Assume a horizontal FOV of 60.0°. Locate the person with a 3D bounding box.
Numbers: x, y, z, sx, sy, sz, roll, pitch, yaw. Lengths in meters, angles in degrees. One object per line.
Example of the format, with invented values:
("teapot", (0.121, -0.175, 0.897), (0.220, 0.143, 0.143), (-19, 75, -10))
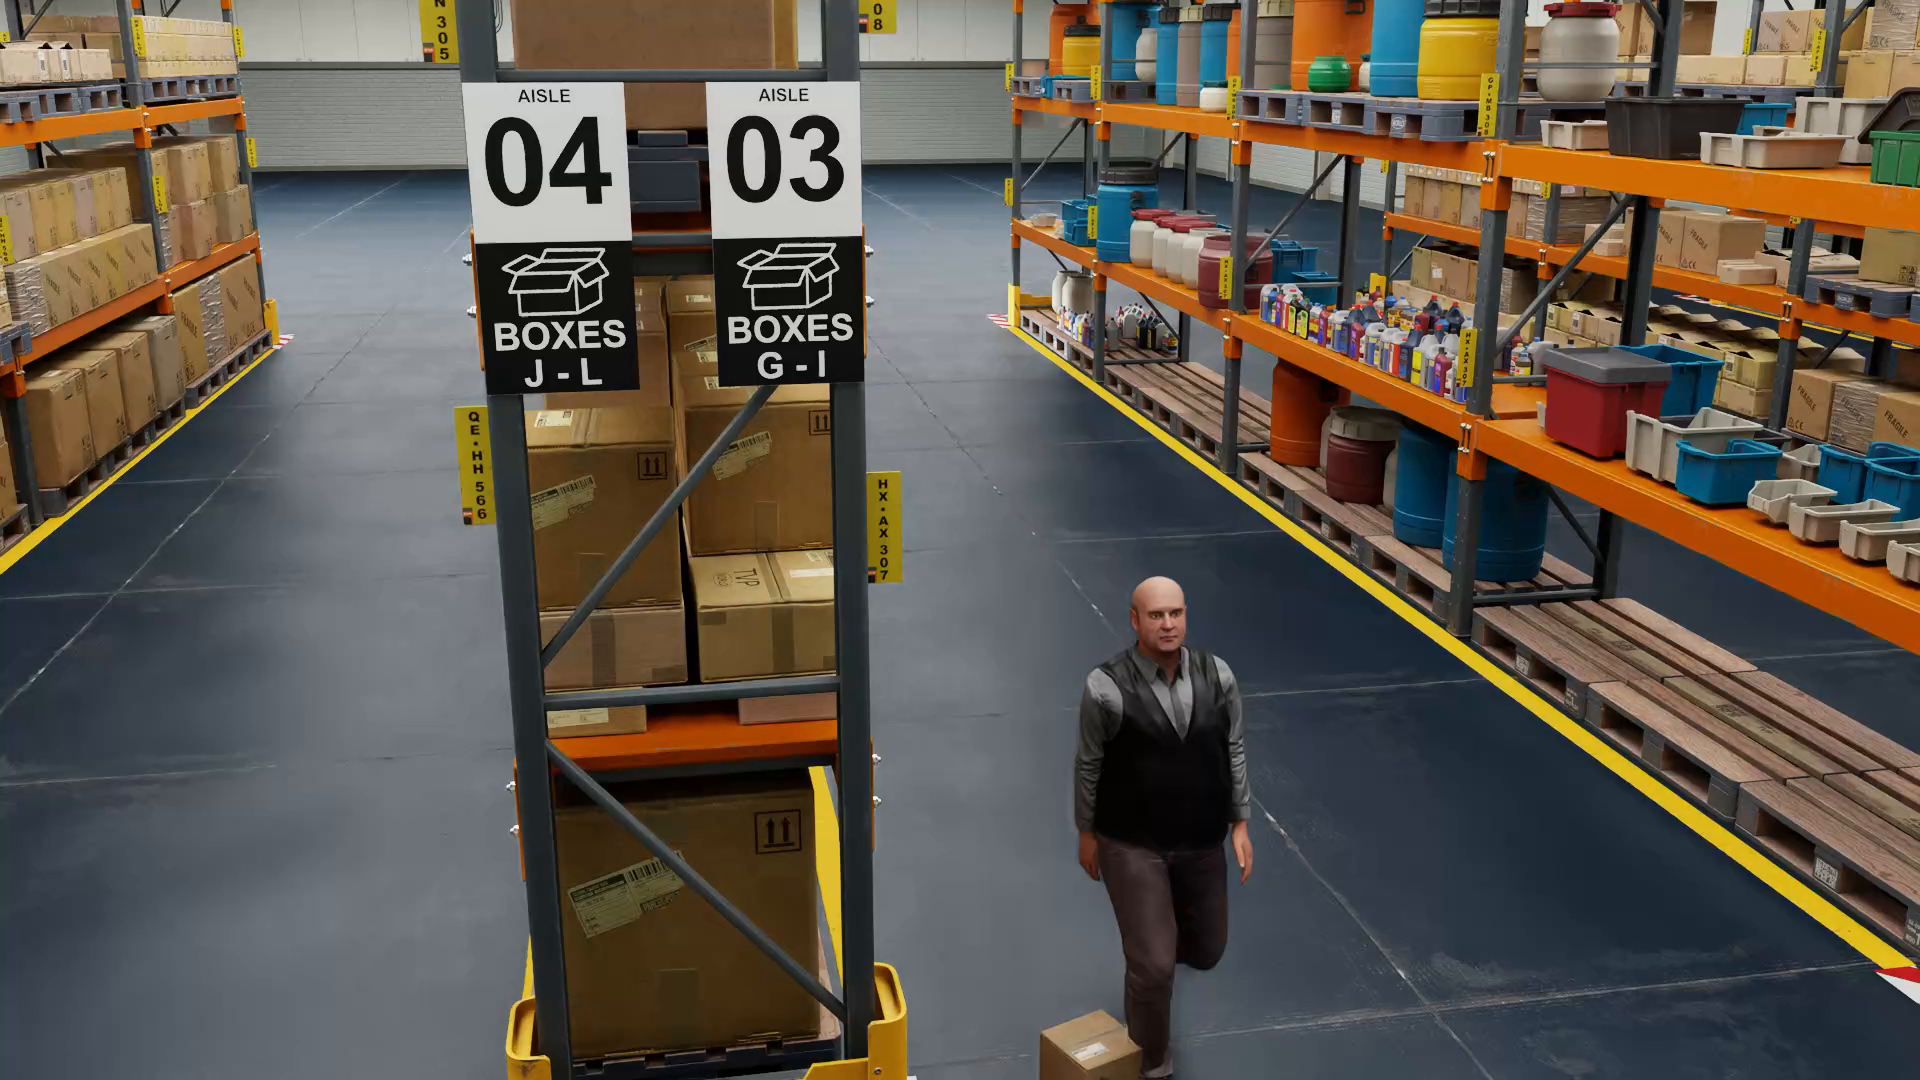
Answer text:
("person", (0.646, 0.938, 5.334), (0.541, 1.689, 0.831), (-5, 17, -18))
